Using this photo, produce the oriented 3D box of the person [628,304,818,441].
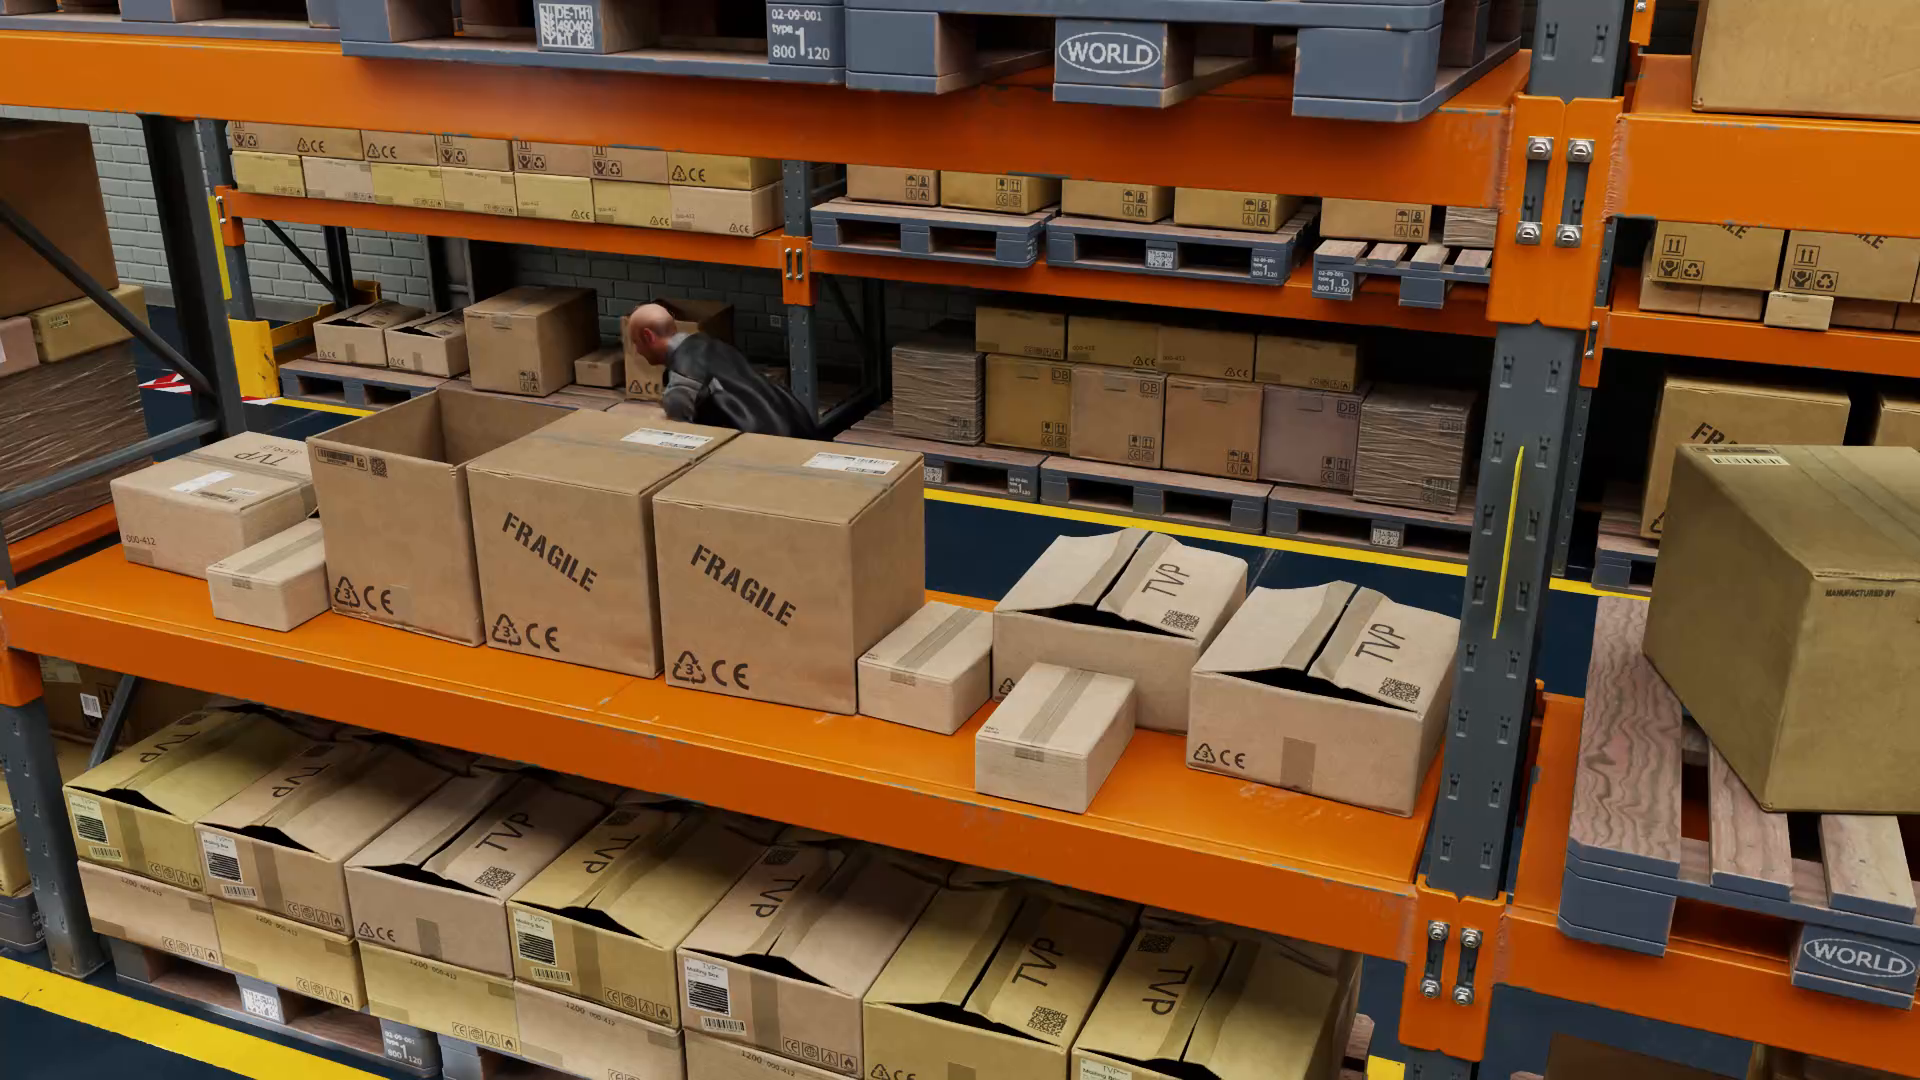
[{"bbox_3d":[-1.001,-0.254,7.071,0.796,1.482,0.473,8,24,19],"label":"person"}]
